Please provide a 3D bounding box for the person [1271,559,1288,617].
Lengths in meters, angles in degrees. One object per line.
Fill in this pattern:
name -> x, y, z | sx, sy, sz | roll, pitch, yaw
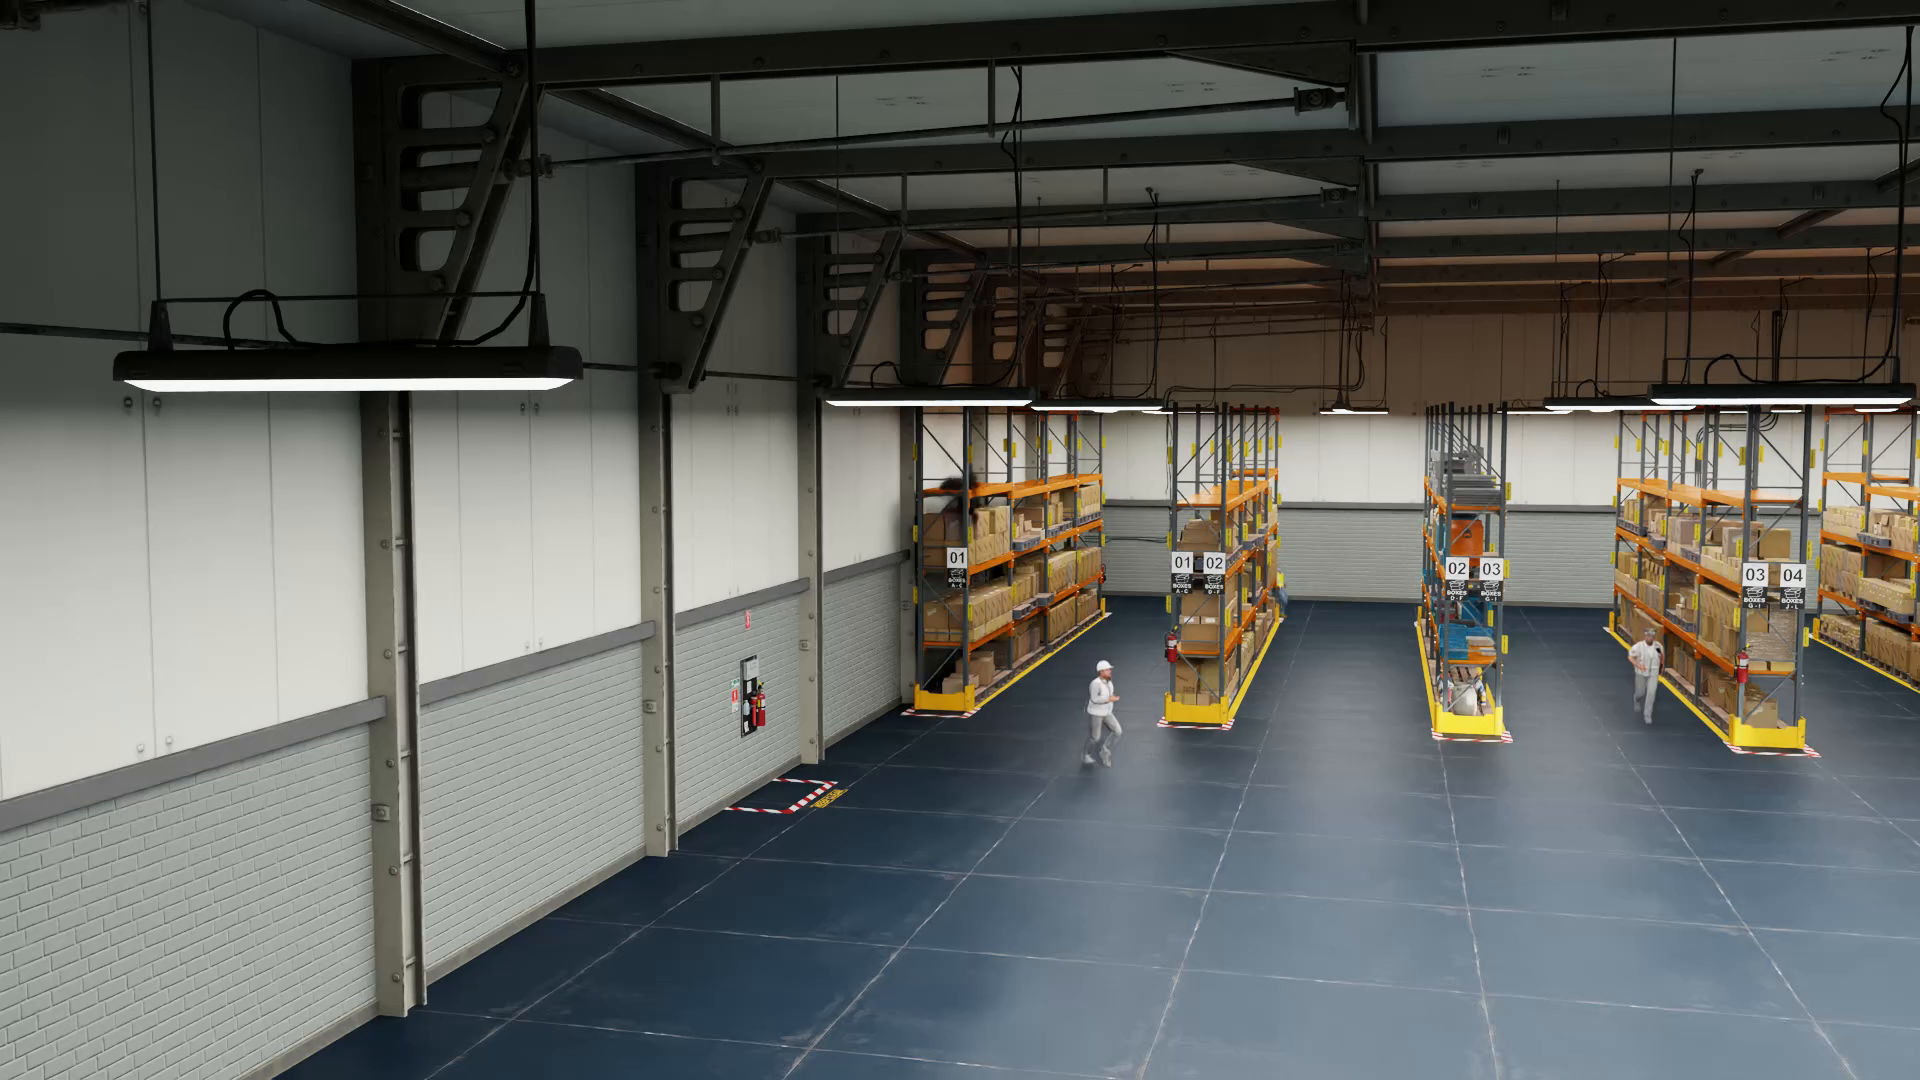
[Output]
person -> 9.090, 1.369, 47.554 | 0.538, 1.718, 0.758 | 3, 5, 33

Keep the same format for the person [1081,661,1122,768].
person -> 2.305, 2.835, 27.130 | 0.807, 1.763, 0.682 | 4, 6, 40

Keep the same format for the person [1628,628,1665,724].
person -> 12.988, 2.527, 31.463 | 0.686, 1.778, 0.982 | 1, 4, 8
